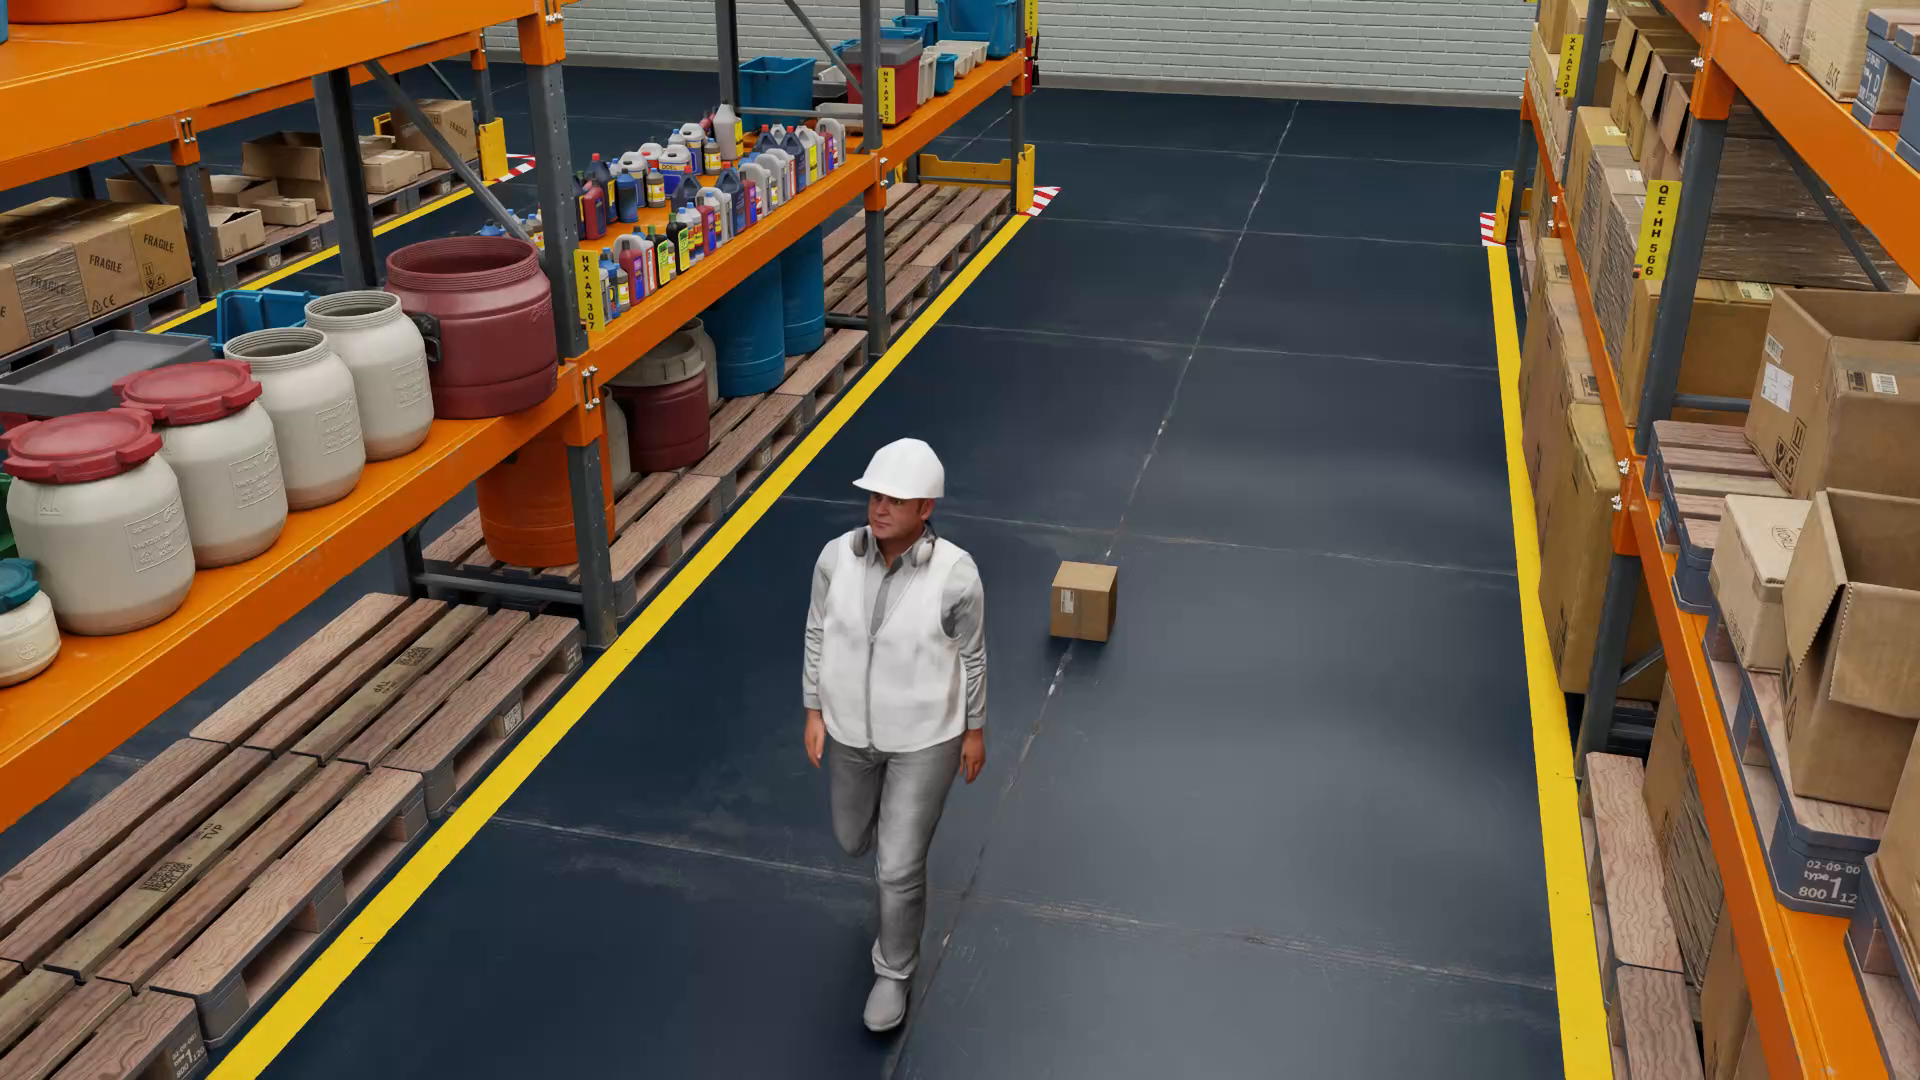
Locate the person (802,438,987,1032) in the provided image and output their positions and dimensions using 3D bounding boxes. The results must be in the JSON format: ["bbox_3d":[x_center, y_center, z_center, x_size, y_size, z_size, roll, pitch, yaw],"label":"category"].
[{"bbox_3d":[-0.197,0.520,4.967,0.551,1.736,0.865,9,27,19],"label":"person"}]
